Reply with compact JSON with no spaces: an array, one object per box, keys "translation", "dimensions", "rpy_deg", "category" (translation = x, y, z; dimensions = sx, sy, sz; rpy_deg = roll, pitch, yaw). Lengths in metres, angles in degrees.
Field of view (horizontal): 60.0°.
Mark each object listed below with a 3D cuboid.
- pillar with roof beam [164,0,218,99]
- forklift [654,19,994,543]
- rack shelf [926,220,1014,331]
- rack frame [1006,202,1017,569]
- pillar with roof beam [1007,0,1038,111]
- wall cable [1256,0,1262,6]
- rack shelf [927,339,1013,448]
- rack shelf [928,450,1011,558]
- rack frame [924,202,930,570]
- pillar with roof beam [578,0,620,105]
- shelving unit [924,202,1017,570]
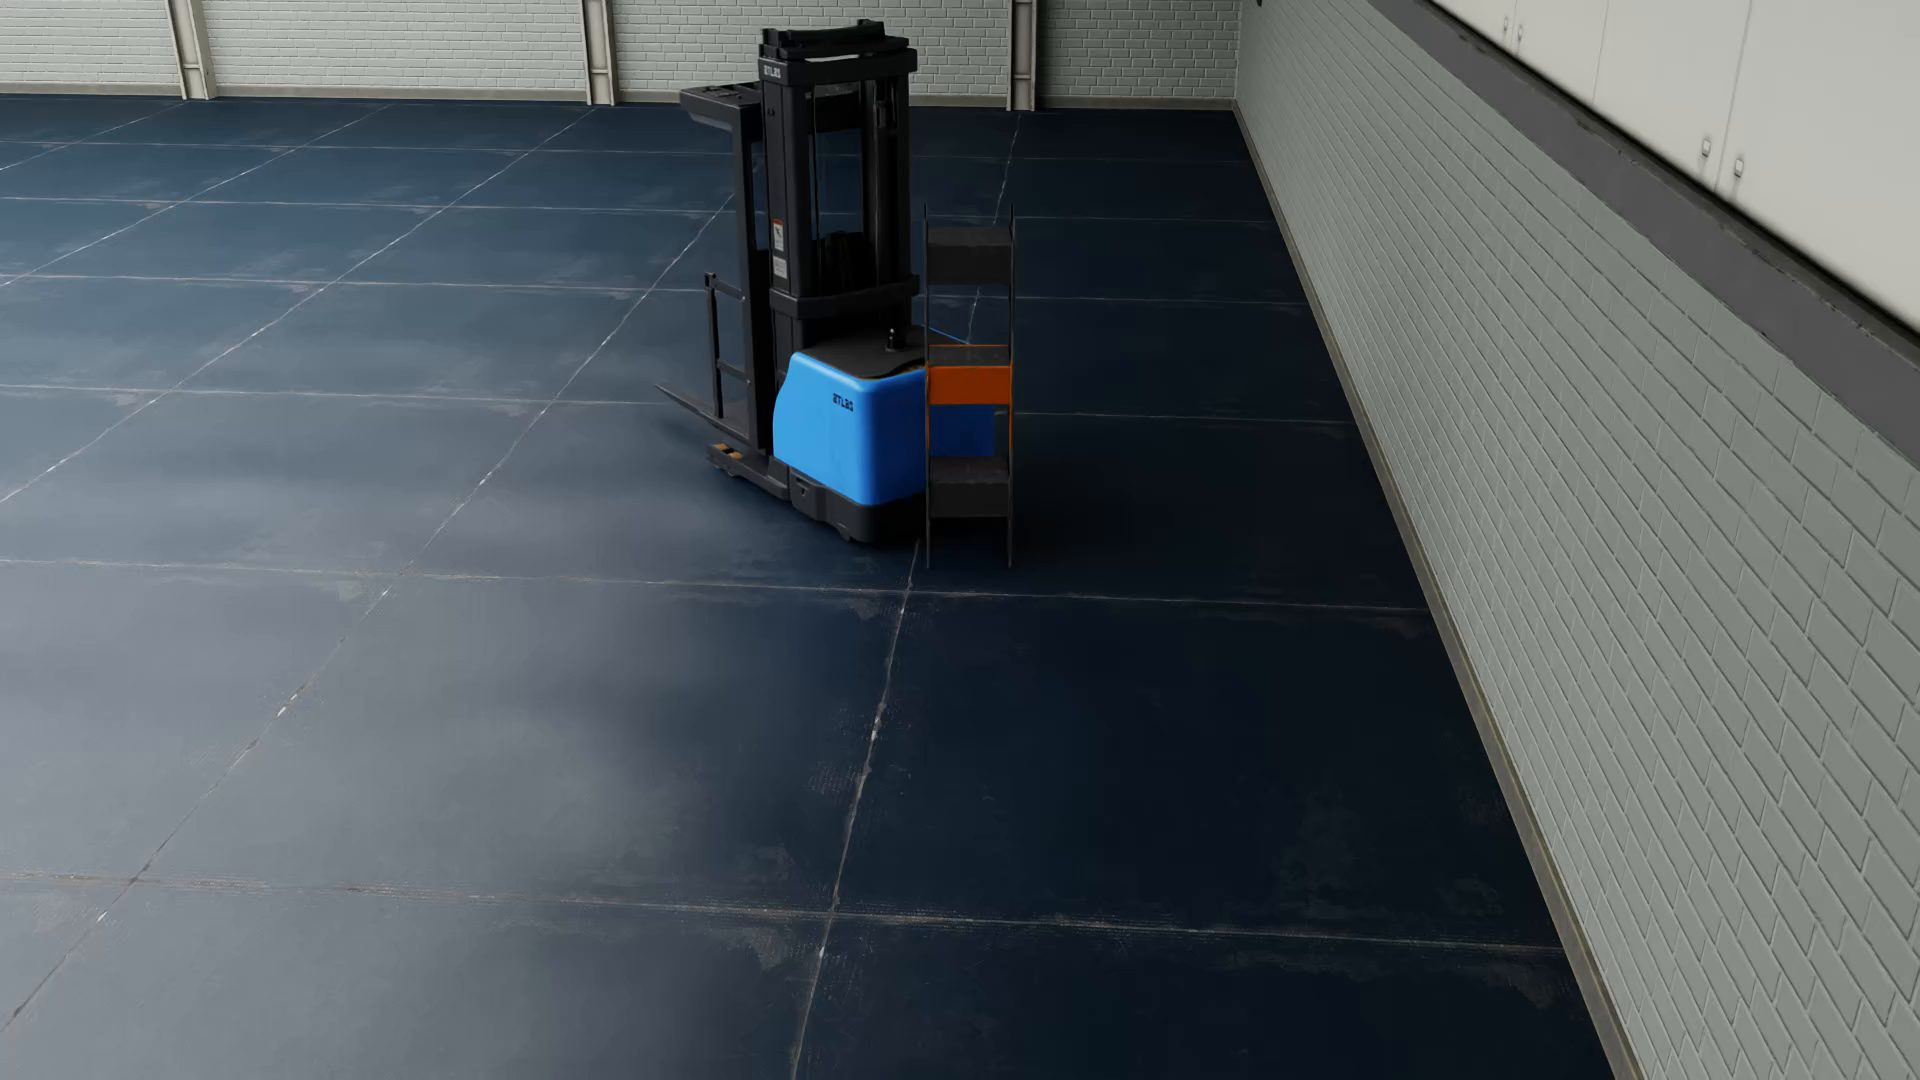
[{"translation":[-11.428,-8.765,18.532],"dimensions":[0.400,9.000,9.100],"rpy_deg":[2,25,4],"category":"pillar with roof beam"},{"translation":[-1.065,-1.866,10.799],"dimensions":[1.130,2.935,3.031],"rpy_deg":[-18,30,-34],"category":"forklift"},{"translation":[0.052,-1.488,9.330],"dimensions":[0.480,0.518,0.431],"rpy_deg":[0,25,-1],"category":"rack shelf"},{"translation":[0.296,-0.866,9.621],"dimensions":[0.015,2.100,0.400],"rpy_deg":[0,25,-1],"category":"rack frame"},{"translation":[0.536,-8.381,17.698],"dimensions":[0.400,9.000,9.100],"rpy_deg":[2,25,4],"category":"pillar with roof beam"},{"translation":[3.702,-8.119,20.843],"dimensions":[0.112,2.526,3.097],"rpy_deg":[2,25,4],"category":"wall cable"},{"translation":[0.052,-0.852,9.622],"dimensions":[0.480,0.518,0.431],"rpy_deg":[0,25,-1],"category":"rack shelf"},{"translation":[0.052,-0.216,9.915],"dimensions":[0.480,0.518,0.431],"rpy_deg":[0,25,-1],"category":"rack shelf"},{"translation":[-0.192,-0.862,9.612],"dimensions":[0.015,2.100,0.400],"rpy_deg":[0,25,-1],"category":"rack frame"},{"translation":[-5.446,-8.573,18.115],"dimensions":[0.400,9.000,9.100],"rpy_deg":[2,25,4],"category":"pillar with roof beam"},{"translation":[0.052,-0.864,9.616],"dimensions":[0.503,2.100,0.431],"rpy_deg":[0,25,-1],"category":"shelving unit"}]
